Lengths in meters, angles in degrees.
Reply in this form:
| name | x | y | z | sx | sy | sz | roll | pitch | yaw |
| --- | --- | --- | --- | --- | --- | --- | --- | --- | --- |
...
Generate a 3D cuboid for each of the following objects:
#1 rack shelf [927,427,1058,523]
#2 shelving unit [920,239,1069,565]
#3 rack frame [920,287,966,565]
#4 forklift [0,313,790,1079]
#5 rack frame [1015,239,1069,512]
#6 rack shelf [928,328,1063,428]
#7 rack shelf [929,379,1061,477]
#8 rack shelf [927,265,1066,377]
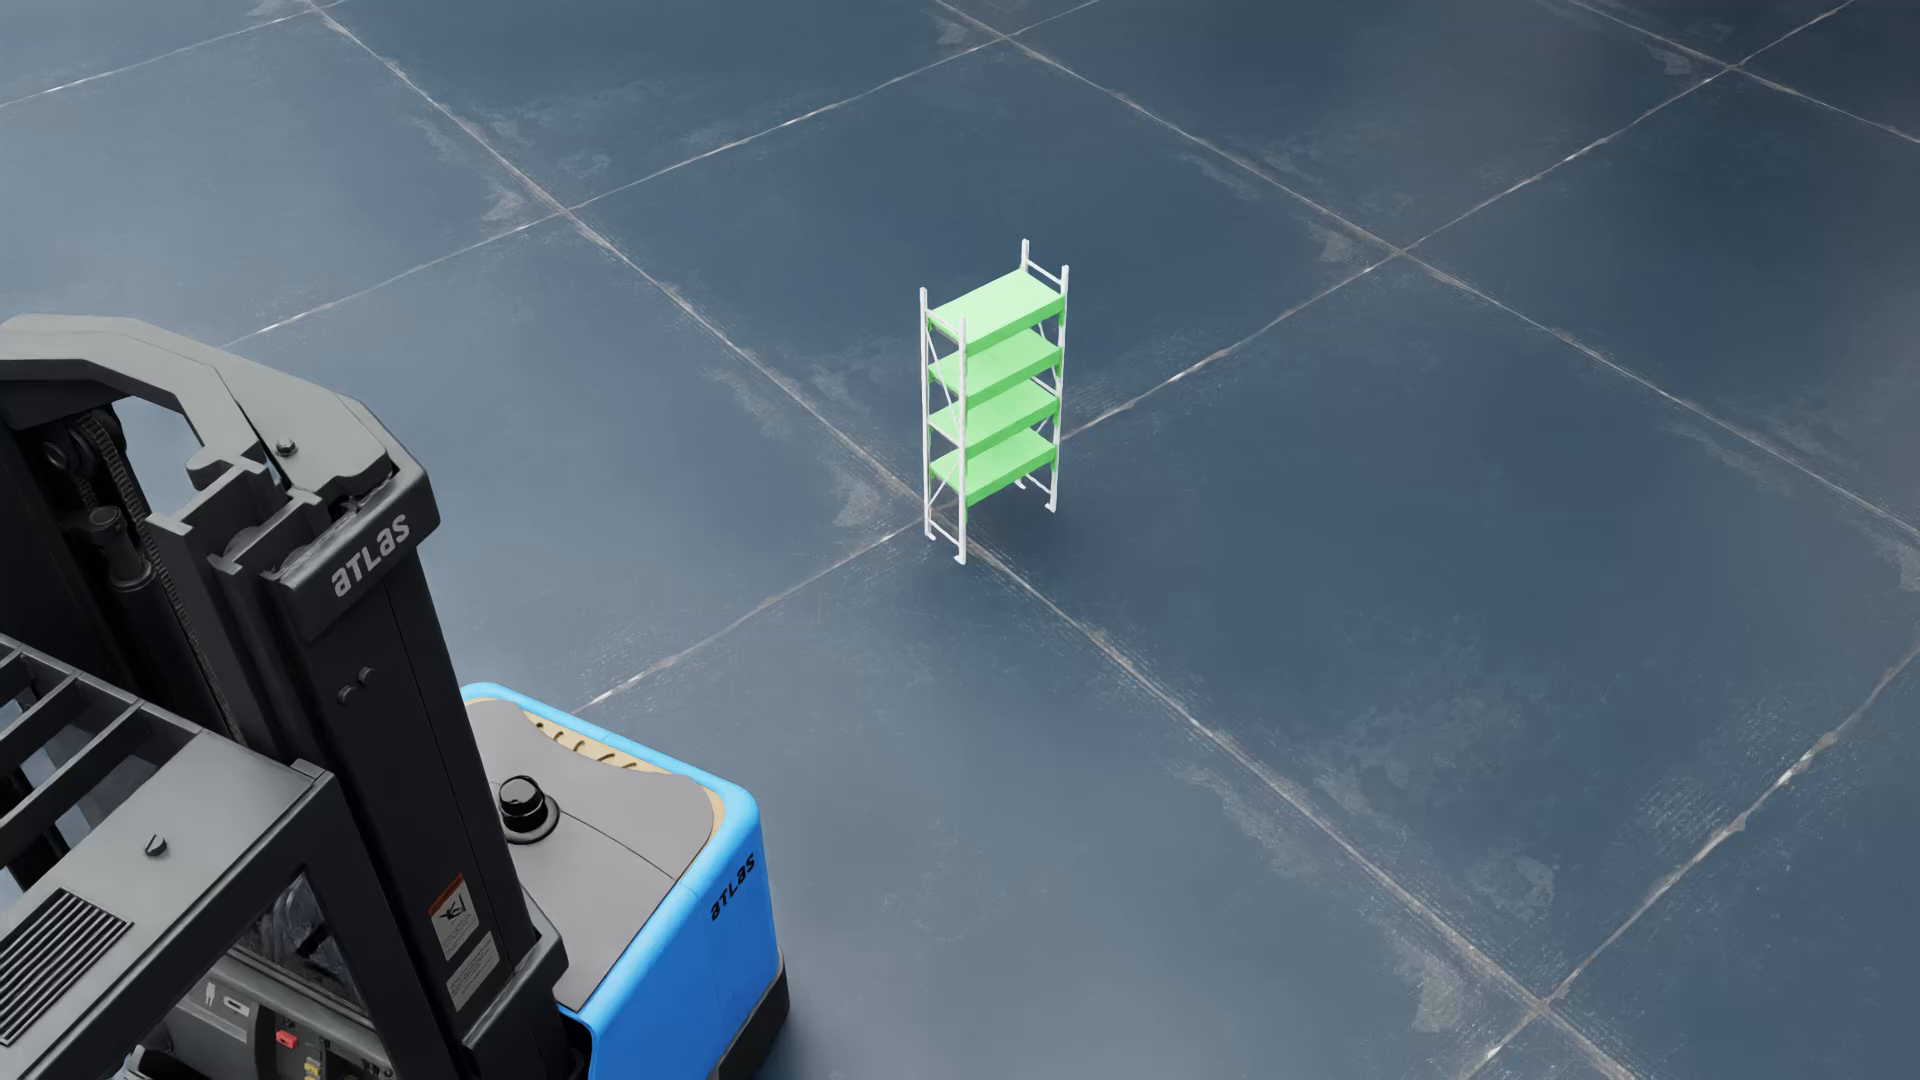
| name | x | y | z | sx | sy | sz | roll | pitch | yaw |
| --- | --- | --- | --- | --- | --- | --- | --- | --- | --- |
| rack shelf | 0.127 | -0.289 | 6.625 | 0.480 | 0.148 | 0.258 | -30 | 51 | -28 |
| shelving unit | 0.127 | -0.510 | 6.417 | 0.503 | 1.200 | 0.258 | -30 | 51 | -28 |
| rack frame | -0.060 | -0.403 | 6.303 | 0.015 | 1.200 | 0.240 | -30 | 51 | -28 |
| forklift | -1.640 | 1.149 | 3.386 | 1.130 | 2.935 | 3.031 | 19 | 46 | 19 |
| rack frame | 0.314 | -0.617 | 6.531 | 0.015 | 1.200 | 0.240 | -30 | 51 | -28 |
| rack shelf | 0.127 | -0.638 | 6.296 | 0.480 | 0.148 | 0.258 | -30 | 51 | -28 |
| rack shelf | 0.127 | -0.463 | 6.460 | 0.480 | 0.148 | 0.258 | -30 | 51 | -28 |
| rack shelf | 0.127 | -0.813 | 6.132 | 0.480 | 0.148 | 0.258 | -30 | 51 | -28 |
